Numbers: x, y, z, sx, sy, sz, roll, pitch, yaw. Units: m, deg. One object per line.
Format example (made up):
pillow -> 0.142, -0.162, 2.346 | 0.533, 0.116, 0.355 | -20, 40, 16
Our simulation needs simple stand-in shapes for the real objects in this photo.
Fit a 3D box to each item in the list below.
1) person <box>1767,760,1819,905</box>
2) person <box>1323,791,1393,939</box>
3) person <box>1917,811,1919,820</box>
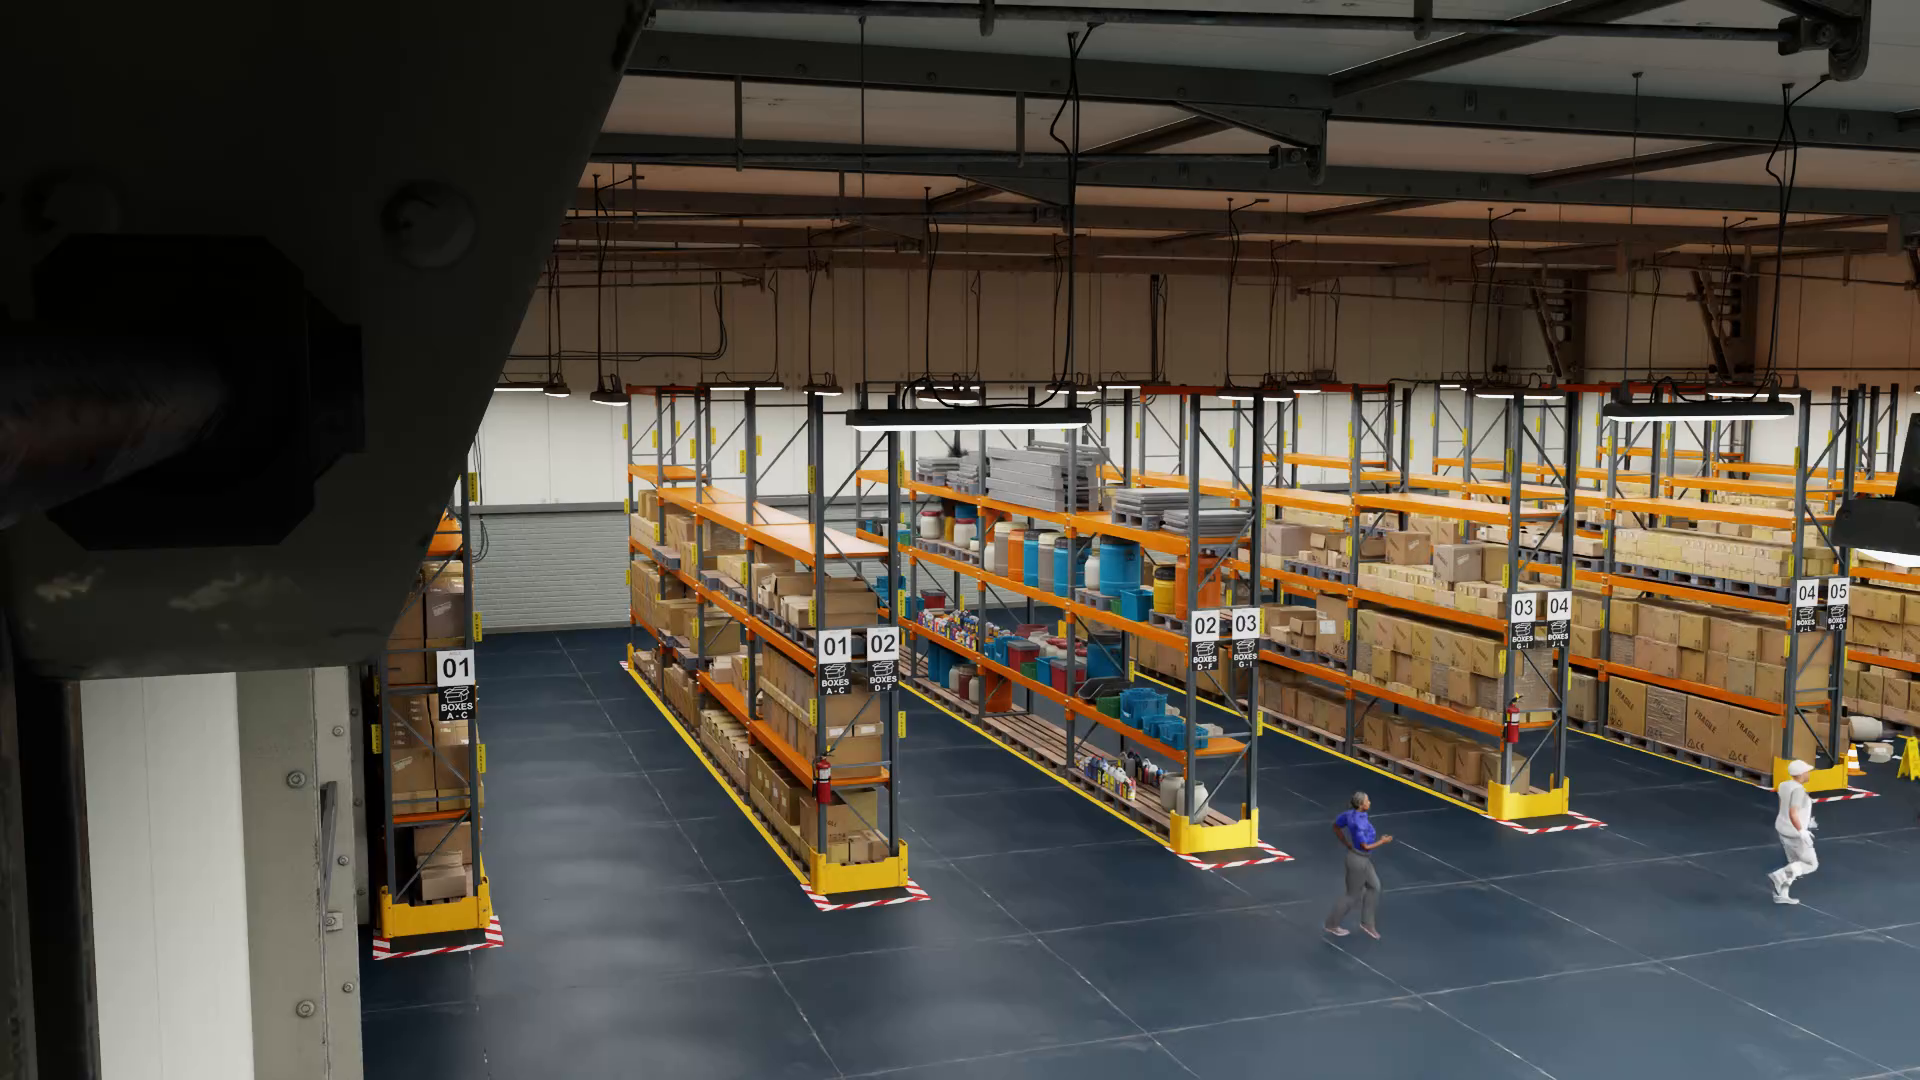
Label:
person -> 9.847, 3.451, 19.609 | 0.634, 1.733, 0.659 | 1, 6, 5
person -> 4.398, 3.616, 18.395 | 0.735, 1.713, 0.562 | 1, 6, 5
person -> 13.702, 3.153, 23.097 | 0.621, 1.624, 0.632 | 3, 7, 26
